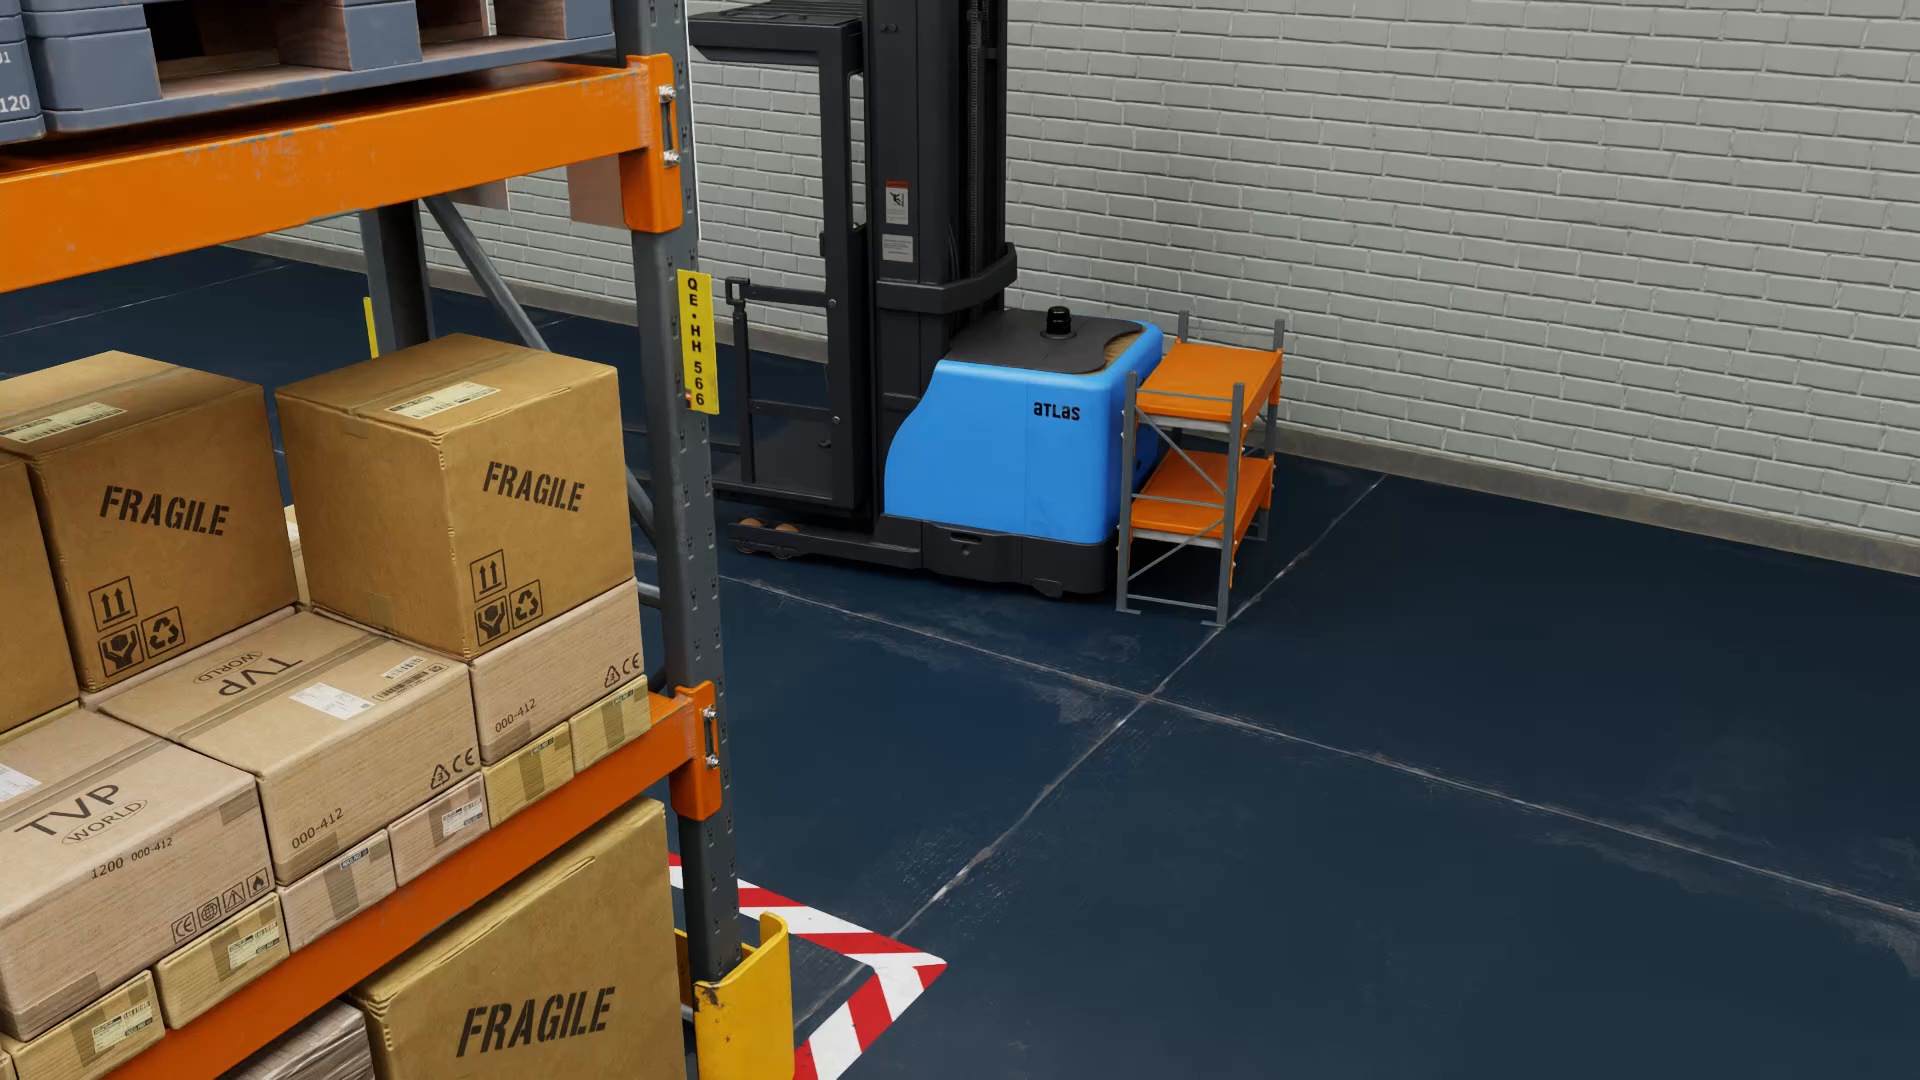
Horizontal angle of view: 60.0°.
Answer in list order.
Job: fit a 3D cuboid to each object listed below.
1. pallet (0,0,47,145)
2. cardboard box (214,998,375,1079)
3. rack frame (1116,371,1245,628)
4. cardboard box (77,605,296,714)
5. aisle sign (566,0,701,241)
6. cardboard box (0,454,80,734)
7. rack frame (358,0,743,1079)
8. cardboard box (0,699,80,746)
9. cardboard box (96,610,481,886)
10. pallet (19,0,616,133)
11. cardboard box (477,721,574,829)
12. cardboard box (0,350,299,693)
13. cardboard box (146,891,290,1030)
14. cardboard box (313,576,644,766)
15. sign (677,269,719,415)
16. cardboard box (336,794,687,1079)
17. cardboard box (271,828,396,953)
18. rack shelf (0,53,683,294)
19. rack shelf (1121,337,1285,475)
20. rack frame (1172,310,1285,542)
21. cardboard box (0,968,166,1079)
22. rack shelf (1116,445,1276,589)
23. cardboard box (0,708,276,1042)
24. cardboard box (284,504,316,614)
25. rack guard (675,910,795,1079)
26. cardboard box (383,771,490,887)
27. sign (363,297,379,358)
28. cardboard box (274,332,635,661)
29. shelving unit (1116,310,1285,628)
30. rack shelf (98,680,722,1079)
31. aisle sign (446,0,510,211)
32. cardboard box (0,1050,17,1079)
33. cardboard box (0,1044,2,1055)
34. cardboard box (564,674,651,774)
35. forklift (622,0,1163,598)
[{"bbox_3d":[-2.071,-0.592,2.178,1.003,0.211,1.213,14,27,29],"label":"pallet"},{"bbox_3d":[-1.795,1.400,3.386,0.875,0.875,0.875,14,27,29],"label":"cardboard box"},{"bbox_3d":[0.946,-0.167,7.217,0.500,1.125,0.032,8,25,18],"label":"rack frame"},{"bbox_3d":[-1.797,0.292,3.613,0.500,0.250,0.500,13,27,28],"label":"cardboard box"},{"bbox_3d":[-0.753,-1.077,3.689,0.394,0.787,0.004,14,27,29],"label":"aisle sign"},{"bbox_3d":[-2.060,0.116,3.076,0.500,0.500,0.500,13,27,28],"label":"cardboard box"},{"bbox_3d":[-1.045,0.078,4.295,1.000,3.000,0.127,14,27,29],"label":"rack frame"},{"bbox_3d":[-2.065,0.461,3.223,0.500,0.250,0.500,13,27,27],"label":"cardboard box"},{"bbox_3d":[-1.344,0.400,3.364,0.500,0.250,0.500,13,27,28],"label":"cardboard box"},{"bbox_3d":[-1.428,-1.006,3.133,1.003,0.211,1.213,14,27,29],"label":"pallet"},{"bbox_3d":[-1.089,0.470,3.704,0.380,0.149,0.250,14,27,29],"label":"cardboard box"},{"bbox_3d":[-1.792,-0.060,3.483,0.500,0.500,0.500,13,27,28],"label":"cardboard box"},{"bbox_3d":[-1.491,0.727,3.111,0.380,0.149,0.250,13,27,28],"label":"cardboard box"},{"bbox_3d":[-1.076,0.229,3.759,0.500,0.250,0.500,13,27,28],"label":"cardboard box"},{"bbox_3d":[-0.592,-0.444,3.744,0.100,0.325,0.005,14,27,29],"label":"sign"},{"bbox_3d":[-1.315,1.093,4.096,0.875,0.875,0.875,14,27,29],"label":"cardboard box"},{"bbox_3d":[-1.356,0.639,3.314,0.380,0.149,0.250,14,27,30],"label":"cardboard box"},{"bbox_3d":[-2.100,-0.294,2.282,1.077,0.370,4.000,14,27,29],"label":"rack shelf"},{"bbox_3d":[1.116,-0.626,7.541,0.538,0.278,1.000,8,25,18],"label":"rack shelf"},{"bbox_3d":[1.284,-0.548,8.097,0.500,1.125,0.032,8,25,18],"label":"rack frame"},{"bbox_3d":[-1.627,0.815,2.908,0.380,0.149,0.250,14,27,29],"label":"cardboard box"},{"bbox_3d":[1.114,-0.133,7.754,0.538,0.278,1.000,8,25,18],"label":"rack shelf"},{"bbox_3d":[-1.612,0.572,2.967,0.500,0.250,0.500,13,27,27],"label":"cardboard box"},{"bbox_3d":[-1.528,0.116,4.022,0.500,0.250,0.500,13,27,28],"label":"cardboard box"},{"bbox_3d":[-1.033,1.217,4.810,1.175,0.500,0.348,14,27,29],"label":"rack guard"},{"bbox_3d":[-1.223,0.555,3.508,0.380,0.149,0.250,14,27,29],"label":"cardboard box"},{"bbox_3d":[-1.514,-0.474,4.380,0.100,0.325,0.005,14,27,29],"label":"sign"},{"bbox_3d":[-1.079,-0.115,3.609,0.500,0.500,0.500,14,27,30],"label":"cardboard box"},{"bbox_3d":[1.115,-0.357,7.657,0.538,1.125,1.048,8,25,18],"label":"shelving unit"},{"bbox_3d":[-2.100,1.083,2.878,1.077,0.370,4.000,14,27,29],"label":"rack shelf"},{"bbox_3d":[-1.262,-1.202,3.980,0.394,0.787,0.004,14,27,29],"label":"aisle sign"},{"bbox_3d":[-1.760,0.898,2.716,0.380,0.149,0.250,14,27,30],"label":"cardboard box"},{"bbox_3d":[-1.883,0.749,2.559,0.500,0.250,0.500,14,27,29],"label":"cardboard box"},{"bbox_3d":[-0.953,0.382,3.908,0.380,0.149,0.250,14,27,30],"label":"cardboard box"},{"bbox_3d":[-0.587,-1.436,7.879,3.031,2.935,1.130,9,25,20],"label":"forklift"}]
